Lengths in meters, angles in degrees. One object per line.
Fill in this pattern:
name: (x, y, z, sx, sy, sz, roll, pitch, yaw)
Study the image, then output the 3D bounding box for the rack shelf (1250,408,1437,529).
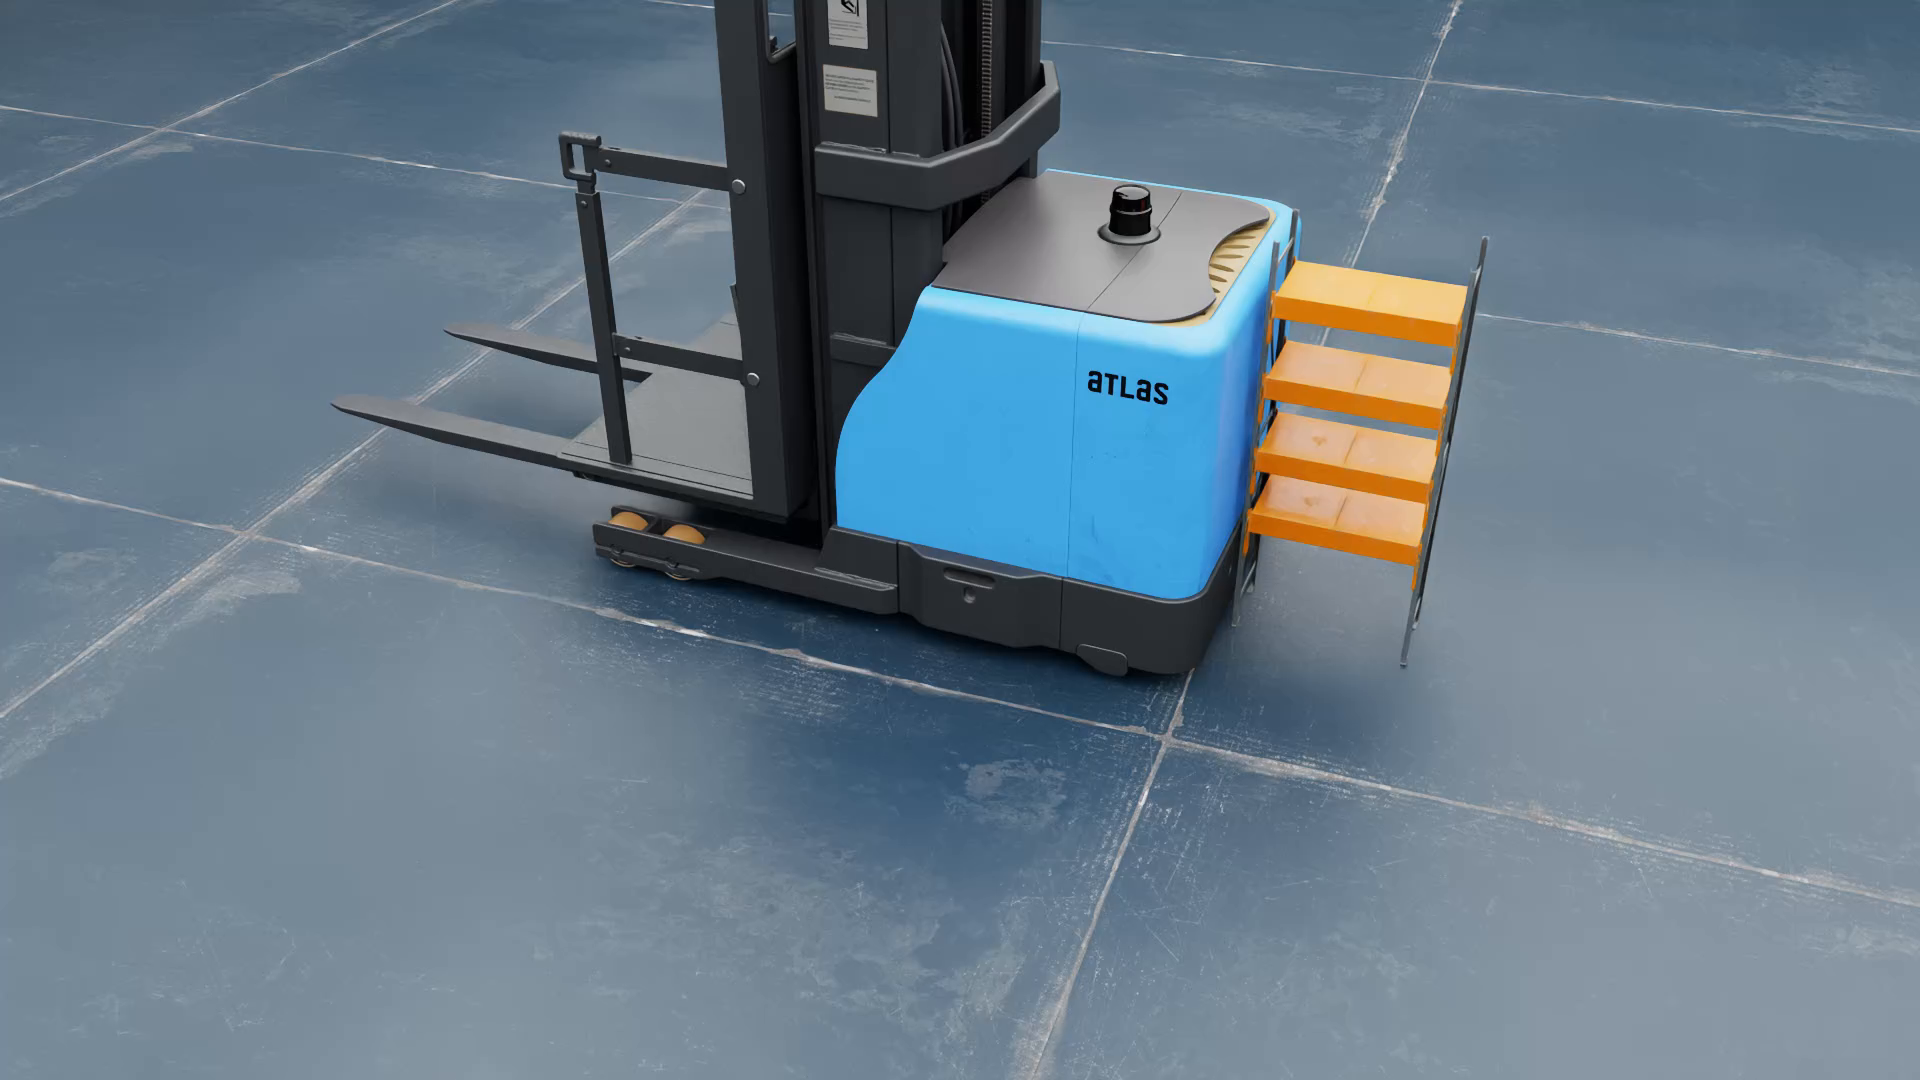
rack shelf: (1.069, -0.203, 4.582, 0.480, 0.148, 0.258, 12, 35, 18)

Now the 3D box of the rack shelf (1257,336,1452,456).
rack shelf: (1.069, -0.390, 4.460, 0.480, 0.148, 0.258, 12, 35, 18)

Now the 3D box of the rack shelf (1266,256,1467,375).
rack shelf: (1.069, -0.589, 4.332, 0.480, 0.148, 0.258, 12, 35, 18)

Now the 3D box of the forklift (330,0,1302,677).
forklift: (-0.576, -1.359, 4.652, 3.031, 2.935, 1.130, 12, 35, 18)

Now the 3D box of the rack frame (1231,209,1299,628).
rack frame: (0.844, -0.309, 4.622, 0.015, 1.200, 0.240, 12, 35, 18)

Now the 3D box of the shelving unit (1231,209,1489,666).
shelving unit: (1.069, -0.259, 4.545, 0.503, 1.200, 0.258, 12, 35, 18)

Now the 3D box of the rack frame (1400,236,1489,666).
rack frame: (1.295, -0.209, 4.468, 0.015, 1.200, 0.240, 12, 35, 18)

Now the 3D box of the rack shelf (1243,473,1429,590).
rack shelf: (1.069, -0.036, 4.689, 0.480, 0.148, 0.258, 12, 35, 18)
